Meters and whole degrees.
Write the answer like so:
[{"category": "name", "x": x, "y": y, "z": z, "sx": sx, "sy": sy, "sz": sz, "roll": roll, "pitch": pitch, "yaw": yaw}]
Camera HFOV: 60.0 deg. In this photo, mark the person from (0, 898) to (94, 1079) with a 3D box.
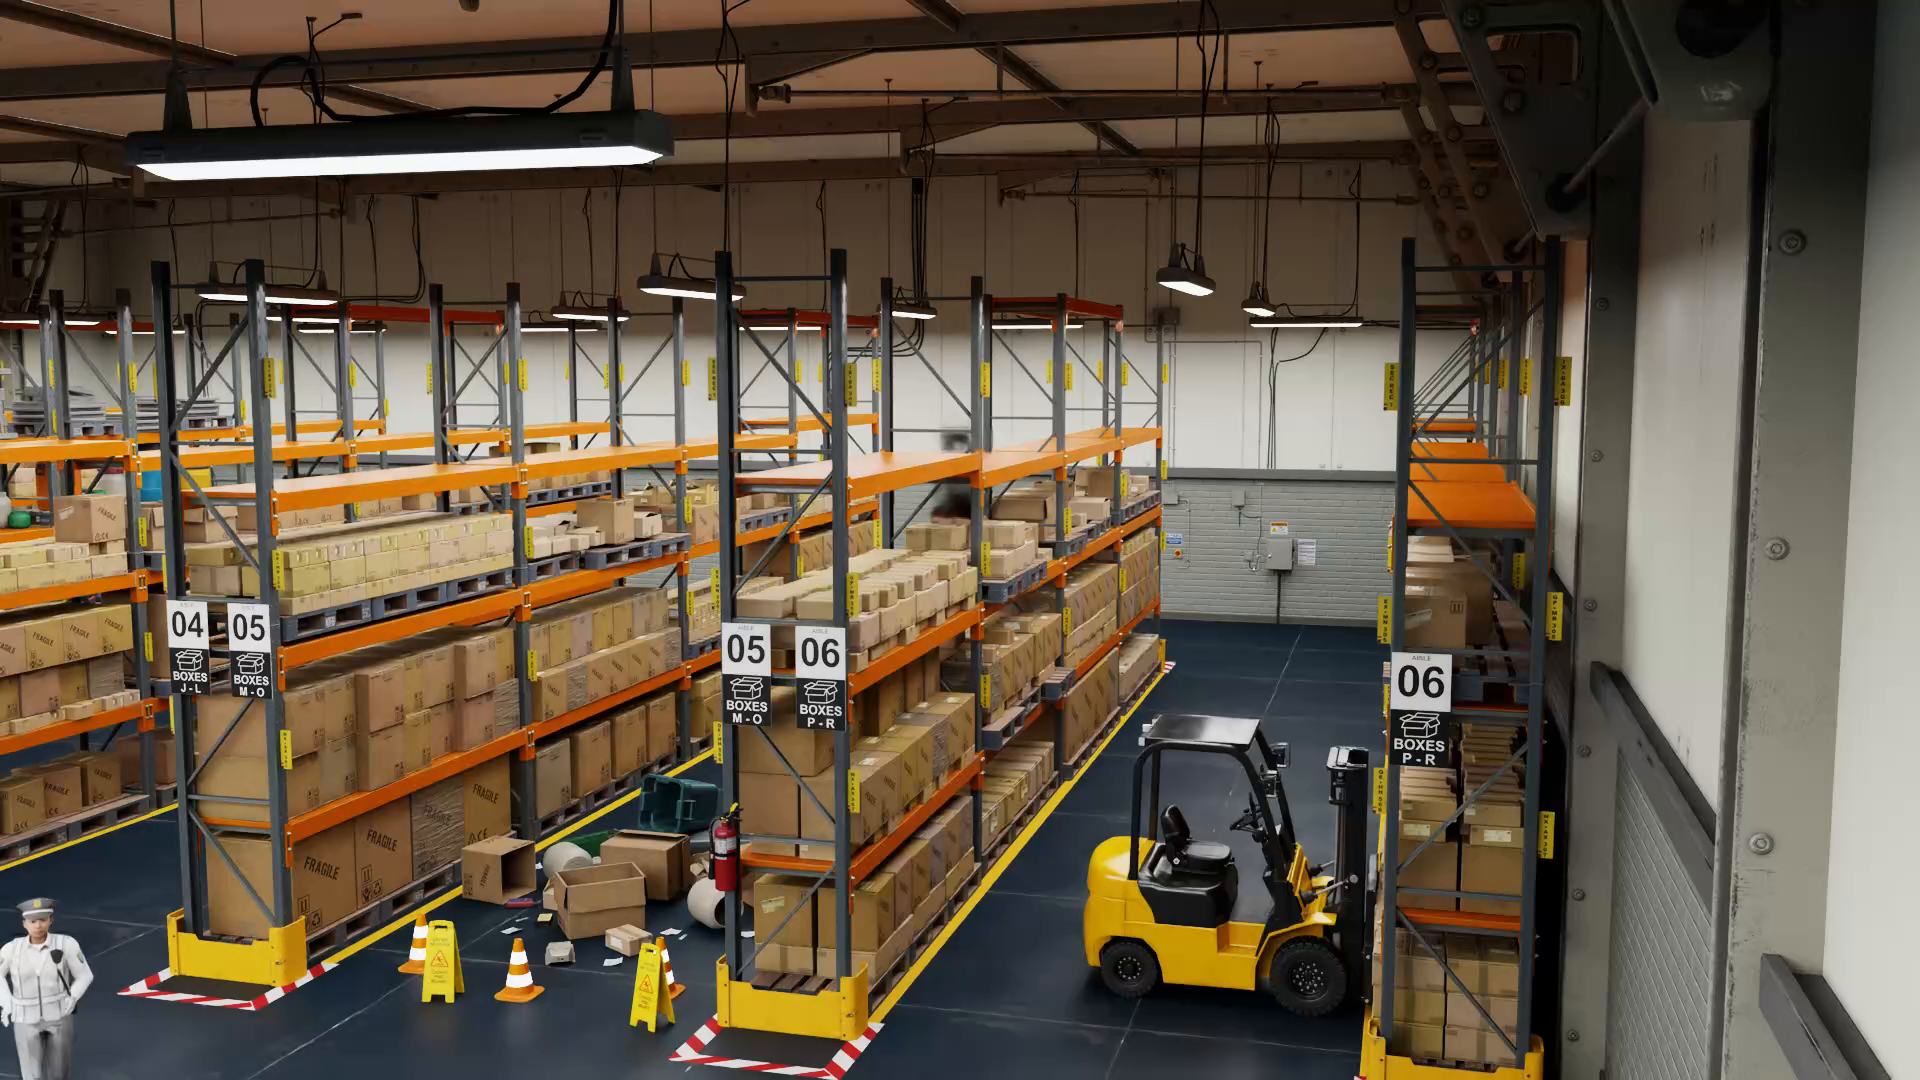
[{"category": "person", "x": -6.091, "y": 3.180, "z": 11.046, "sx": 0.618, "sy": 1.696, "sz": 0.842, "roll": -3, "pitch": 7, "yaw": -27}]
